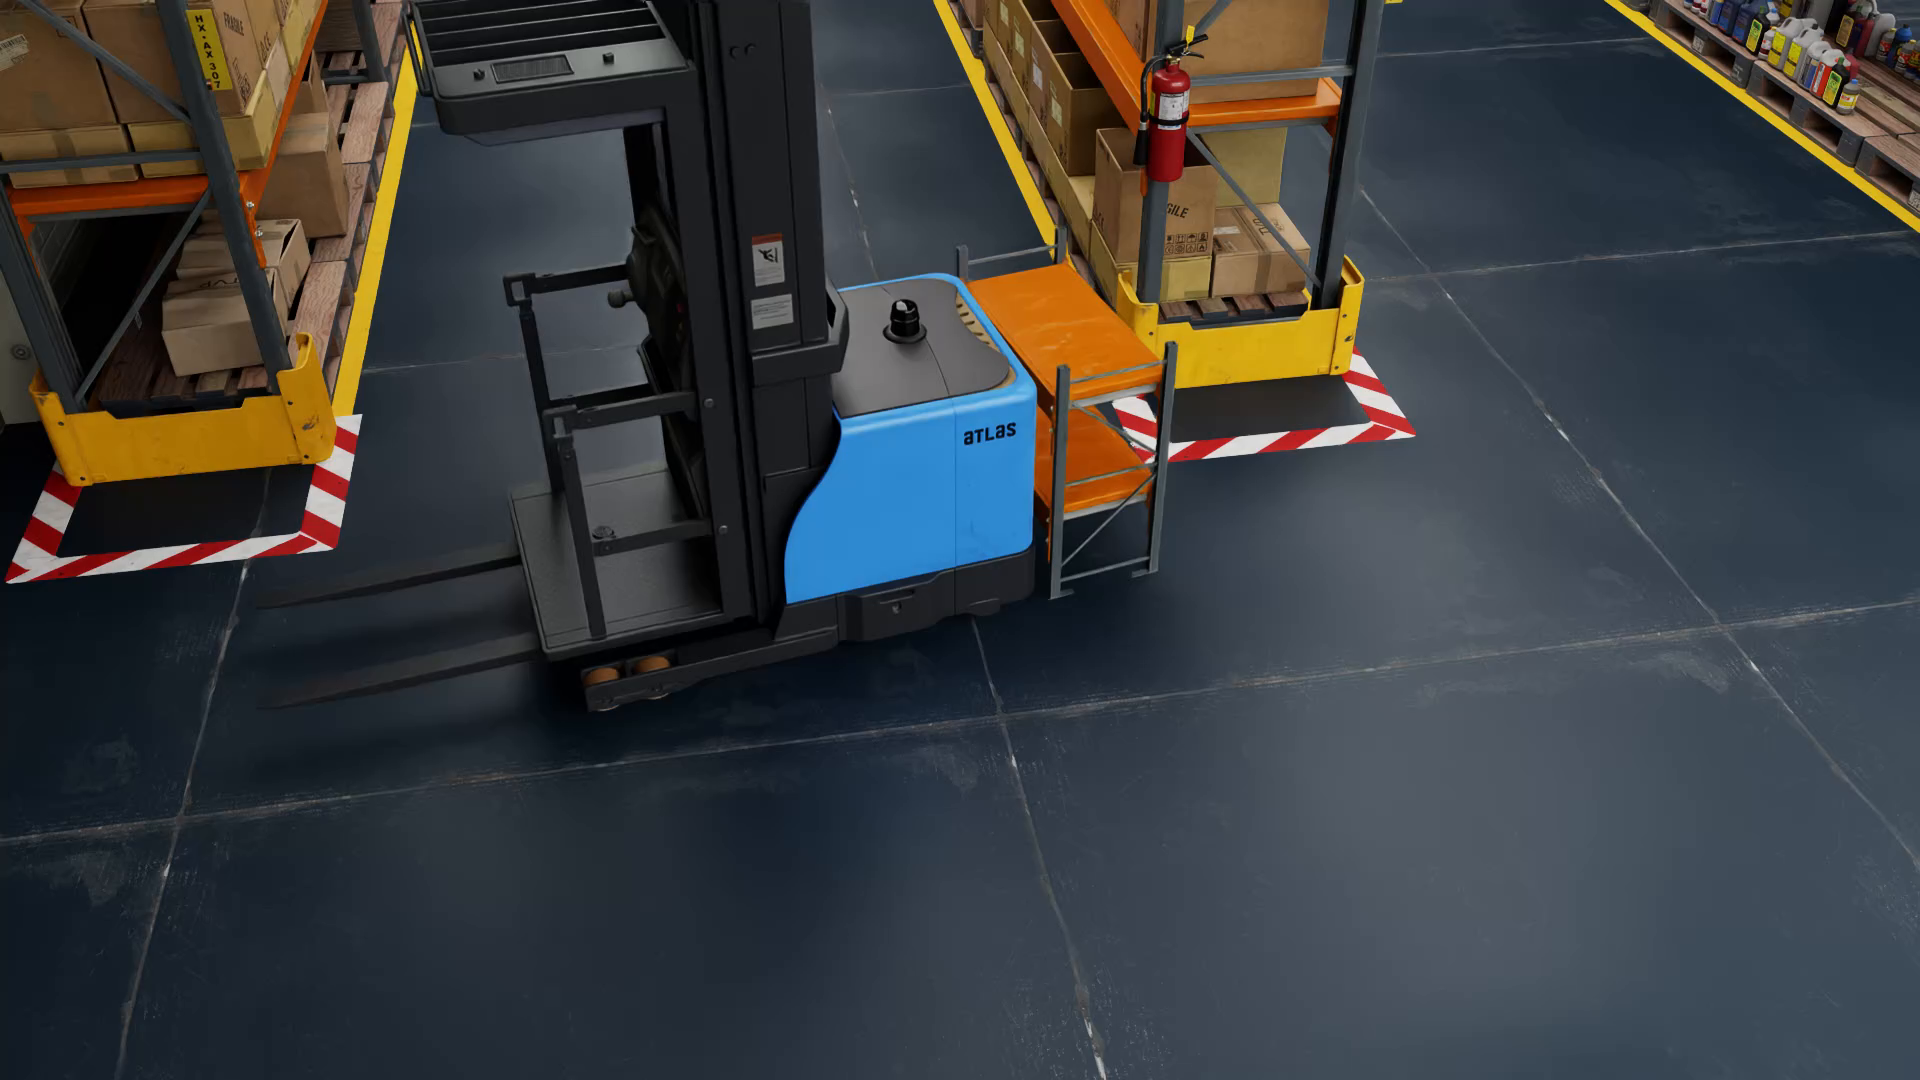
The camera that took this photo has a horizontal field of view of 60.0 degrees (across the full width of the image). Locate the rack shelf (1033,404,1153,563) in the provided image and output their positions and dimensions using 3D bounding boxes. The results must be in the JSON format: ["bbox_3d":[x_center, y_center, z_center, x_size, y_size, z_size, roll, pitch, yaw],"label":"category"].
[{"bbox_3d":[0.412,-0.357,7.191,0.538,0.278,1.000,-14,40,-17],"label":"rack shelf"}]

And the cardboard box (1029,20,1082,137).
[{"bbox_3d":[0.698,-2.650,9.504,0.500,0.500,0.500,-6,38,-8],"label":"cardboard box"}]

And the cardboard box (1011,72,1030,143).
[{"bbox_3d":[0.608,-2.656,10.122,0.500,0.250,0.500,-6,38,-8],"label":"cardboard box"}]

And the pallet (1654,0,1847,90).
[{"bbox_3d":[5.614,-3.513,11.599,1.003,0.211,1.213,-6,38,-8],"label":"pallet"}]

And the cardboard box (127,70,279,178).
[{"bbox_3d":[-3.288,-1.820,7.254,0.500,0.250,0.500,-7,38,-9],"label":"cardboard box"}]

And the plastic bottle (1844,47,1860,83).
[{"bbox_3d":[5.572,-2.938,10.442,0.061,0.283,0.133,-6,38,-8],"label":"plastic bottle"}]

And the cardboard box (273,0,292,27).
[{"bbox_3d":[-3.465,-2.720,7.801,0.500,0.500,0.500,-7,38,-9],"label":"cardboard box"}]

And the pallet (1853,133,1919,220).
[{"bbox_3d":[6.041,-2.039,9.702,1.003,0.211,1.213,-6,38,-8],"label":"pallet"}]

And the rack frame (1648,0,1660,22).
[{"bbox_3d":[5.537,-5.024,11.272,1.000,3.000,0.127,-6,38,-8],"label":"rack frame"}]

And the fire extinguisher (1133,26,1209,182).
[{"bbox_3d":[0.924,-1.926,7.347,0.296,0.674,0.183,-6,38,-8],"label":"fire extinguisher"}]

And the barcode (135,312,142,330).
[{"bbox_3d":[-3.945,-1.053,7.987,0.001,0.075,0.075,-6,38,-8],"label":"barcode"}]

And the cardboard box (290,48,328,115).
[{"bbox_3d":[-3.995,-2.522,9.731,0.500,0.500,0.500,-9,39,-11],"label":"cardboard box"}]

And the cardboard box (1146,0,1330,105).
[{"bbox_3d":[1.292,-2.400,7.813,0.700,0.500,0.500,-6,38,-8],"label":"cardboard box"}]

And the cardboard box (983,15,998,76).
[{"bbox_3d":[0.442,-3.261,10.901,0.500,0.250,0.500,-6,38,-8],"label":"cardboard box"}]

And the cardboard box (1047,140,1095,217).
[{"bbox_3d":[0.787,-2.052,9.345,0.500,0.250,0.500,-6,38,-8],"label":"cardboard box"}]

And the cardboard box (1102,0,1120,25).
[{"bbox_3d":[1.113,-3.017,8.608,0.700,0.500,0.500,-6,38,-8],"label":"cardboard box"}]

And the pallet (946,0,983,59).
[{"bbox_3d":[0.492,-3.833,12.012,1.003,0.211,1.213,-6,38,-8],"label":"pallet"}]

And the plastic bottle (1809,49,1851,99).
[{"bbox_3d":[5.467,-2.923,10.429,0.152,0.276,0.135,-6,38,-8],"label":"plastic bottle"}]

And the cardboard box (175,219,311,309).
[{"bbox_3d":[-3.648,-1.426,8.474,0.500,0.311,0.500,-3,38,-4],"label":"cardboard box"}]

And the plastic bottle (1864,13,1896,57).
[{"bbox_3d":[6.048,-3.355,10.984,0.152,0.276,0.135,-6,38,-7],"label":"plastic bottle"}]

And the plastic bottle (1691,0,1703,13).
[{"bbox_3d":[5.179,-3.792,11.608,0.097,0.201,0.097,0,38,0],"label":"plastic bottle"}]

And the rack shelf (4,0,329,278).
[{"bbox_3d":[-3.866,-2.466,8.566,1.077,0.370,4.000,-6,38,-8],"label":"rack shelf"}]

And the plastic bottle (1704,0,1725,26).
[{"bbox_3d":[5.245,-3.690,11.416,0.152,0.276,0.135,-5,38,-6],"label":"plastic bottle"}]

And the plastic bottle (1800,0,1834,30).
[{"bbox_3d":[5.826,-3.617,11.322,0.152,0.276,0.135,-6,38,-8],"label":"plastic bottle"}]

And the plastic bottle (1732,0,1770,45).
[{"bbox_3d":[5.303,-3.505,11.118,0.144,0.351,0.185,-8,39,-10],"label":"plastic bottle"}]

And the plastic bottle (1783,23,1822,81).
[{"bbox_3d":[5.410,-3.136,10.643,0.144,0.351,0.185,-5,38,-6],"label":"plastic bottle"}]

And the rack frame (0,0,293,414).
[{"bbox_3d":[-3.516,-1.542,6.790,1.000,3.000,0.127,-6,38,-8],"label":"rack frame"}]

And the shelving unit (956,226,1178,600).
[{"bbox_3d":[0.412,-0.550,7.041,0.538,1.125,1.048,-14,40,-17],"label":"shelving unit"}]

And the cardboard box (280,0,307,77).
[{"bbox_3d":[-3.477,-2.440,8.052,0.500,0.250,0.500,-7,38,-9],"label":"cardboard box"}]

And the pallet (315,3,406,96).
[{"bbox_3d":[-4.355,-3.327,11.361,1.003,0.211,1.213,-6,38,-8],"label":"pallet"}]

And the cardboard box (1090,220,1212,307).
[{"bbox_3d":[0.976,-1.450,8.570,0.500,0.250,0.500,-6,38,-8],"label":"cardboard box"}]

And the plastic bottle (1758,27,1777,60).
[{"bbox_3d":[5.329,-3.273,10.940,0.097,0.201,0.097,0,38,0],"label":"plastic bottle"}]

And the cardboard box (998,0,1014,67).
[{"bbox_3d":[0.528,-3.255,10.282,0.500,0.500,0.500,-6,38,-8],"label":"cardboard box"}]

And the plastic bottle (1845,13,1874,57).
[{"bbox_3d":[5.944,-3.346,10.967,0.061,0.283,0.133,-6,38,-8],"label":"plastic bottle"}]

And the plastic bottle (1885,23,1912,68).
[{"bbox_3d":[6.114,-3.223,10.819,0.097,0.271,0.097,0,38,0],"label":"plastic bottle"}]

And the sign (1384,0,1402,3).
[{"bbox_3d":[1.908,-2.507,7.261,0.100,0.325,0.005,-6,38,-8],"label":"sign"}]

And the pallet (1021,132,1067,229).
[{"bbox_3d":[0.975,-2.169,9.870,1.003,0.211,1.213,-6,38,-8],"label":"pallet"}]

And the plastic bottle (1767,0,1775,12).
[{"bbox_3d":[5.414,-3.513,11.193,0.097,0.271,0.097,0,38,0],"label":"plastic bottle"}]

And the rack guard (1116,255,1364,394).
[{"bbox_3d":[1.365,-1.076,8.227,1.175,0.500,0.348,-6,38,-8],"label":"rack guard"}]

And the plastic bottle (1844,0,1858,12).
[{"bbox_3d":[6.037,-3.557,11.239,0.061,0.283,0.133,-4,38,-5],"label":"plastic bottle"}]

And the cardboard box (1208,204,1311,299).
[{"bbox_3d":[1.486,-1.505,8.642,0.500,0.250,0.500,-6,38,-8],"label":"cardboard box"}]

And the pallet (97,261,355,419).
[{"bbox_3d":[-3.636,-0.982,8.341,1.003,0.211,1.213,-6,38,-8],"label":"pallet"}]

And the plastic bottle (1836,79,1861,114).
[{"bbox_3d":[5.485,-2.739,10.253,0.097,0.201,0.097,0,38,0],"label":"plastic bottle"}]

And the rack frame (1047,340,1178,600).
[{"bbox_3d":[0.602,-0.261,6.669,0.500,1.125,0.032,-14,40,-17],"label":"rack frame"}]

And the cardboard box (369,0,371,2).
[{"bbox_3d":[-4.502,-3.894,11.497,0.700,0.500,0.500,-7,38,-9],"label":"cardboard box"}]

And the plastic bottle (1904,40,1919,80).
[{"bbox_3d":[6.149,-3.100,10.661,0.097,0.271,0.097,0,38,0],"label":"plastic bottle"}]

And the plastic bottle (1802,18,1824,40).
[{"bbox_3d":[5.519,-3.250,10.850,0.152,0.276,0.135,-6,38,-8],"label":"plastic bottle"}]

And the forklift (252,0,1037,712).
[{"bbox_3d":[-1.266,-0.866,5.976,3.031,2.935,1.130,-12,39,-15],"label":"forklift"}]

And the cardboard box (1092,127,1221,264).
[{"bbox_3d":[0.974,-1.745,8.339,0.500,0.500,0.500,-6,38,-8],"label":"cardboard box"}]

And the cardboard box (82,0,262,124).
[{"bbox_3d":[-3.303,-2.108,7.013,0.500,0.500,0.500,-6,38,-8],"label":"cardboard box"}]

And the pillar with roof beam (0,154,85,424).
[{"bbox_3d":[-0.252,-4.704,5.970,9.100,9.000,0.400,-6,38,-8],"label":"pillar with roof beam"}]
